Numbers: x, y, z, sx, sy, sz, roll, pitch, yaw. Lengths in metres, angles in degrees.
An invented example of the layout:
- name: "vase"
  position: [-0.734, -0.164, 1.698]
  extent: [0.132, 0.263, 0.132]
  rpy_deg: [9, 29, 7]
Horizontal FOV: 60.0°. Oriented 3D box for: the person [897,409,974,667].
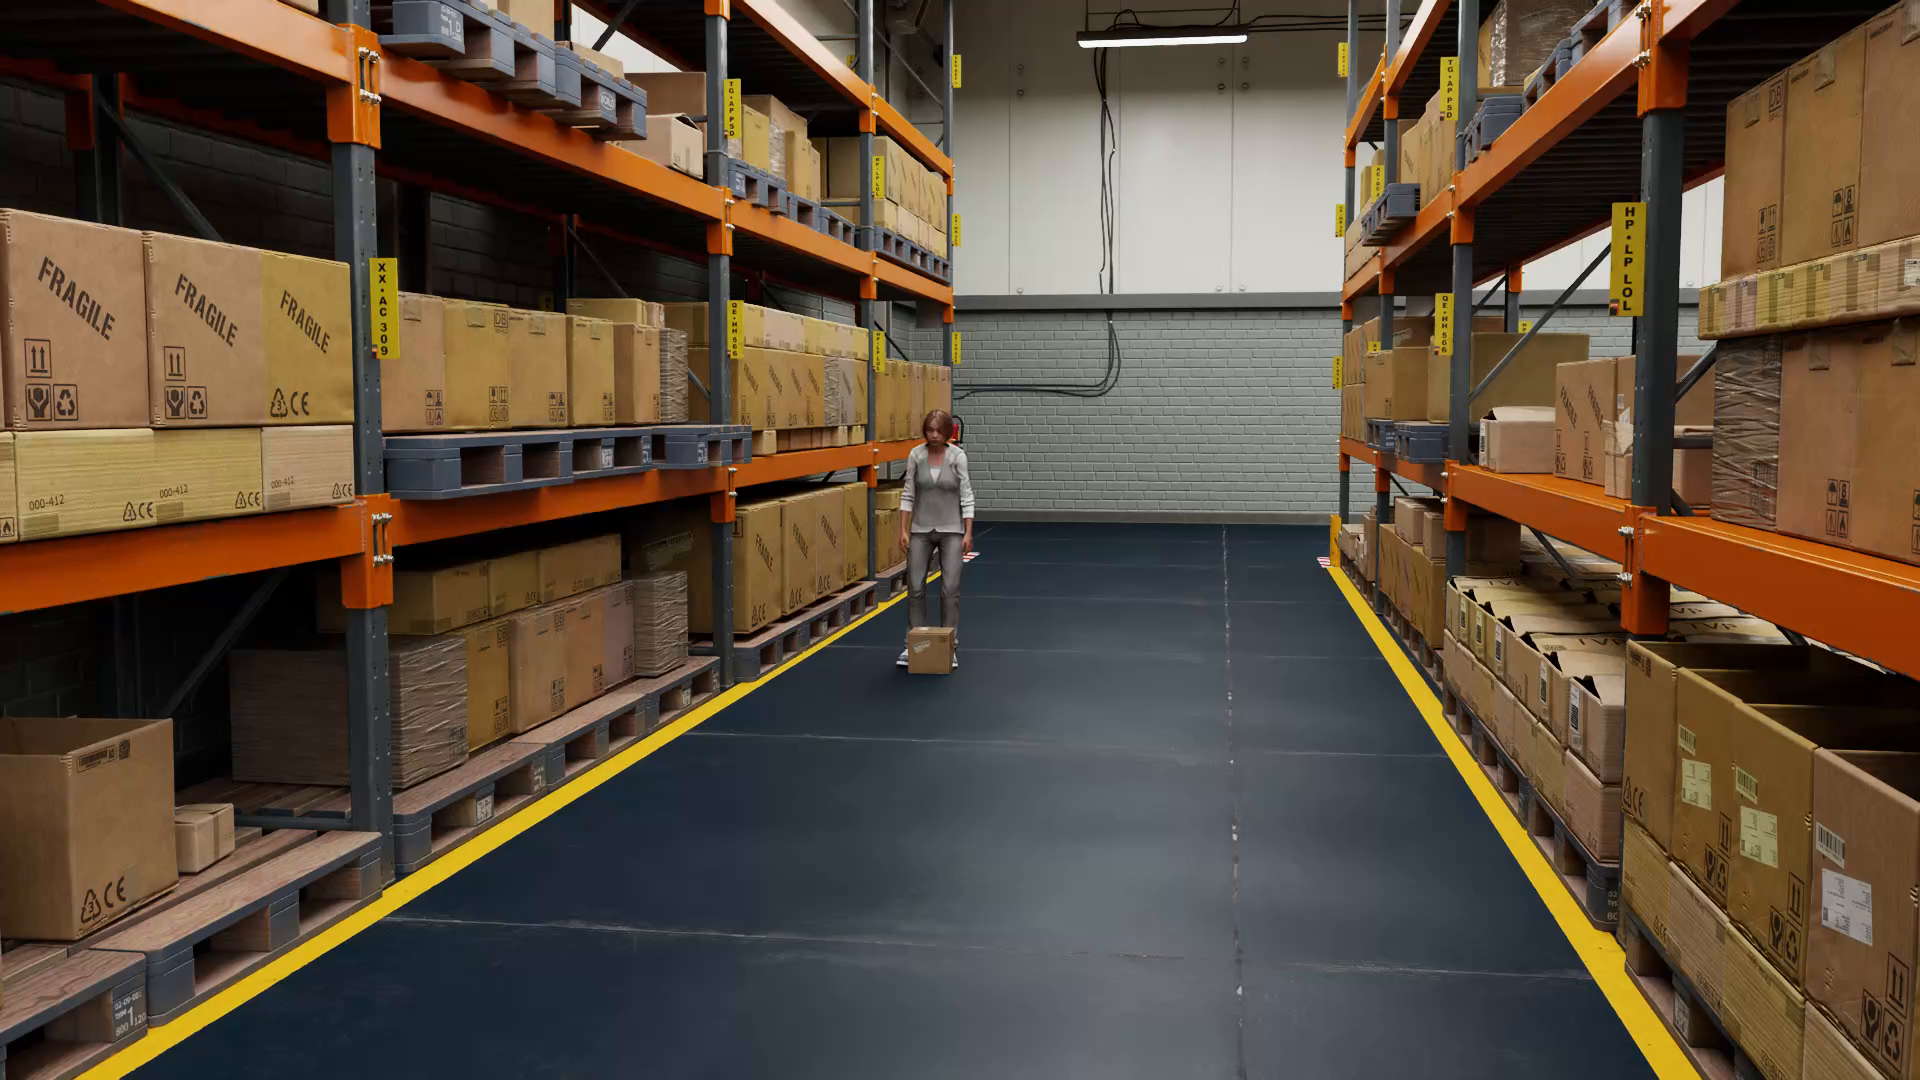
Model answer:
- name: "person"
  position: [-0.149, -0.009, 10.306]
  extent: [0.471, 1.581, 0.366]
  rpy_deg: [1, 5, 8]
